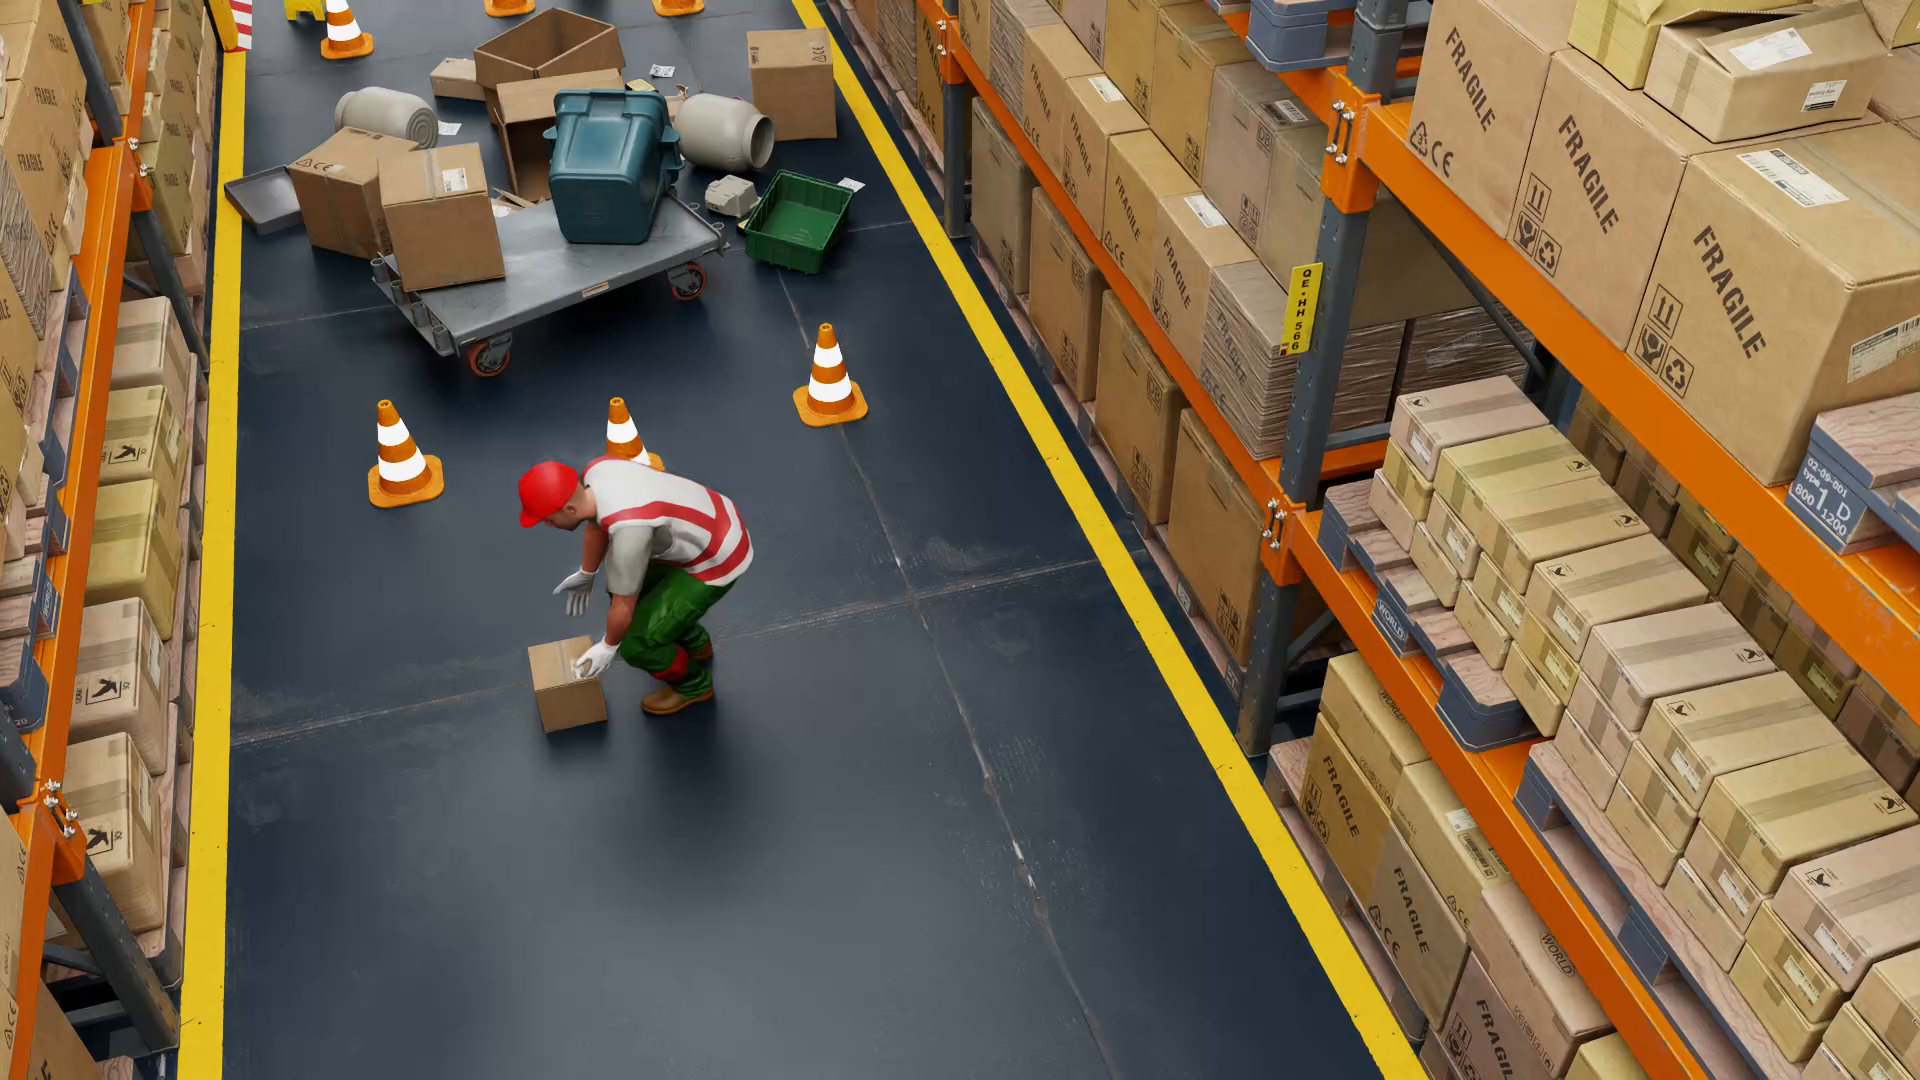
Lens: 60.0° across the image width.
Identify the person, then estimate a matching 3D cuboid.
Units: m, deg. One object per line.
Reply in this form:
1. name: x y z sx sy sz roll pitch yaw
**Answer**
1. person: -1.199 0.146 6.376 0.829 1.260 0.585 -12 43 -13
